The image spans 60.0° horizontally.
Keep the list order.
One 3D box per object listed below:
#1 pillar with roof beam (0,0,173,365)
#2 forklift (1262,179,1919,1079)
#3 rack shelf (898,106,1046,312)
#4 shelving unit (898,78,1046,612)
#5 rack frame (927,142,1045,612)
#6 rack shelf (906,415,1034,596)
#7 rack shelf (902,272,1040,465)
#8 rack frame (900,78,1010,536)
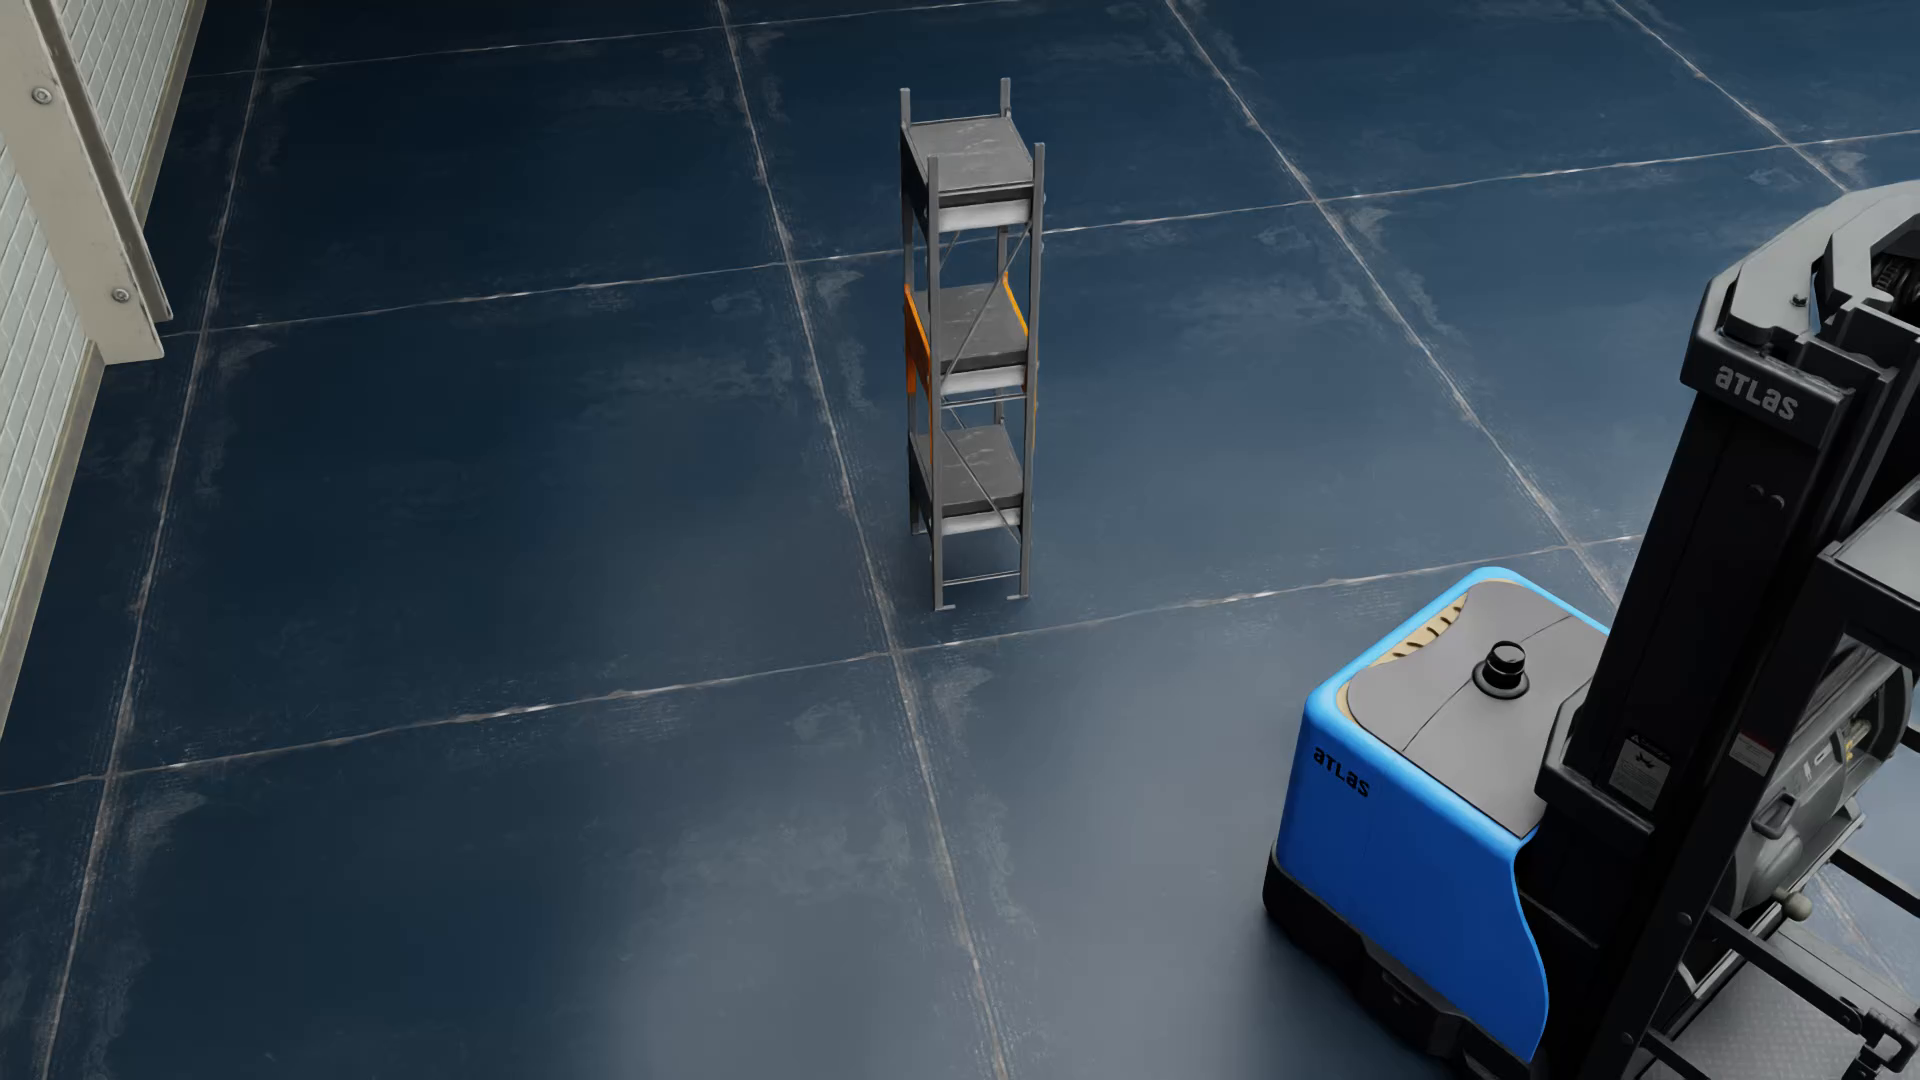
[{"bbox_3d":[0.047,-4.994,6.098,9.100,9.000,0.400,-8,42,-9],"label":"pillar with roof beam"},{"bbox_3d":[2.394,0.716,4.236,1.130,2.935,3.031,-30,50,-30],"label":"forklift"},{"bbox_3d":[0.036,-1.191,5.976,0.431,0.518,0.480,-8,42,-9],"label":"rack shelf"},{"bbox_3d":[0.036,-0.678,6.432,0.431,2.100,0.503,-8,42,-9],"label":"shelving unit"},{"bbox_3d":[0.088,-0.520,6.254,0.400,2.100,0.015,-8,42,-9],"label":"rack frame"},{"bbox_3d":[0.036,-0.144,6.906,0.431,0.518,0.480,-8,42,-9],"label":"rack shelf"},{"bbox_3d":[0.036,-0.668,6.441,0.431,0.518,0.480,-8,42,-9],"label":"rack shelf"},{"bbox_3d":[-0.017,-0.836,6.610,0.400,2.100,0.015,-8,42,-9],"label":"rack frame"}]
